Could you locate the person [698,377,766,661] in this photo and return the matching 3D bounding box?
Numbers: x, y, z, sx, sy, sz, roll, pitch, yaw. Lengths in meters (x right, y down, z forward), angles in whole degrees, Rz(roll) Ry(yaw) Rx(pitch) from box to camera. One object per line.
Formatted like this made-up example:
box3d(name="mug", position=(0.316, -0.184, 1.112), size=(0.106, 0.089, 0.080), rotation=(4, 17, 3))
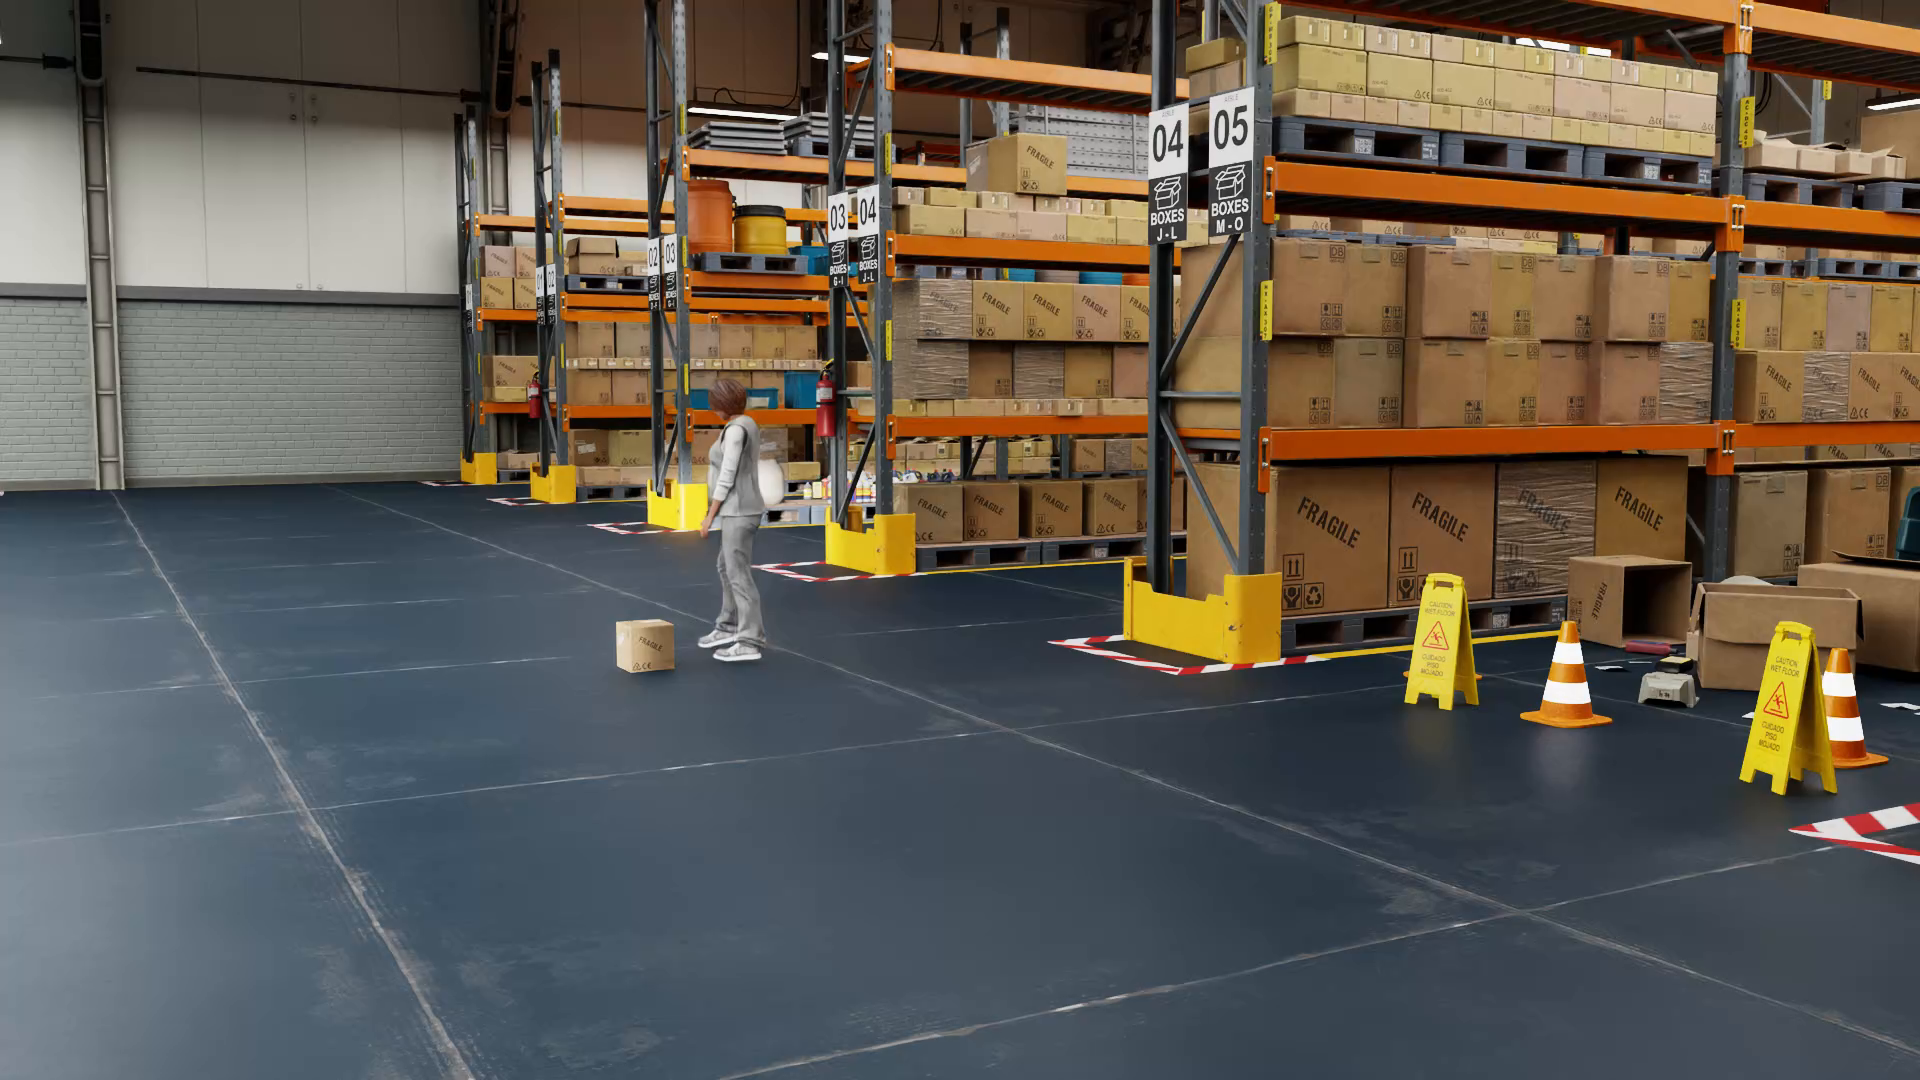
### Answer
box3d(name="person", position=(-1.324, -0.123, 9.520), size=(0.467, 1.570, 0.608), rotation=(0, 5, 1))
